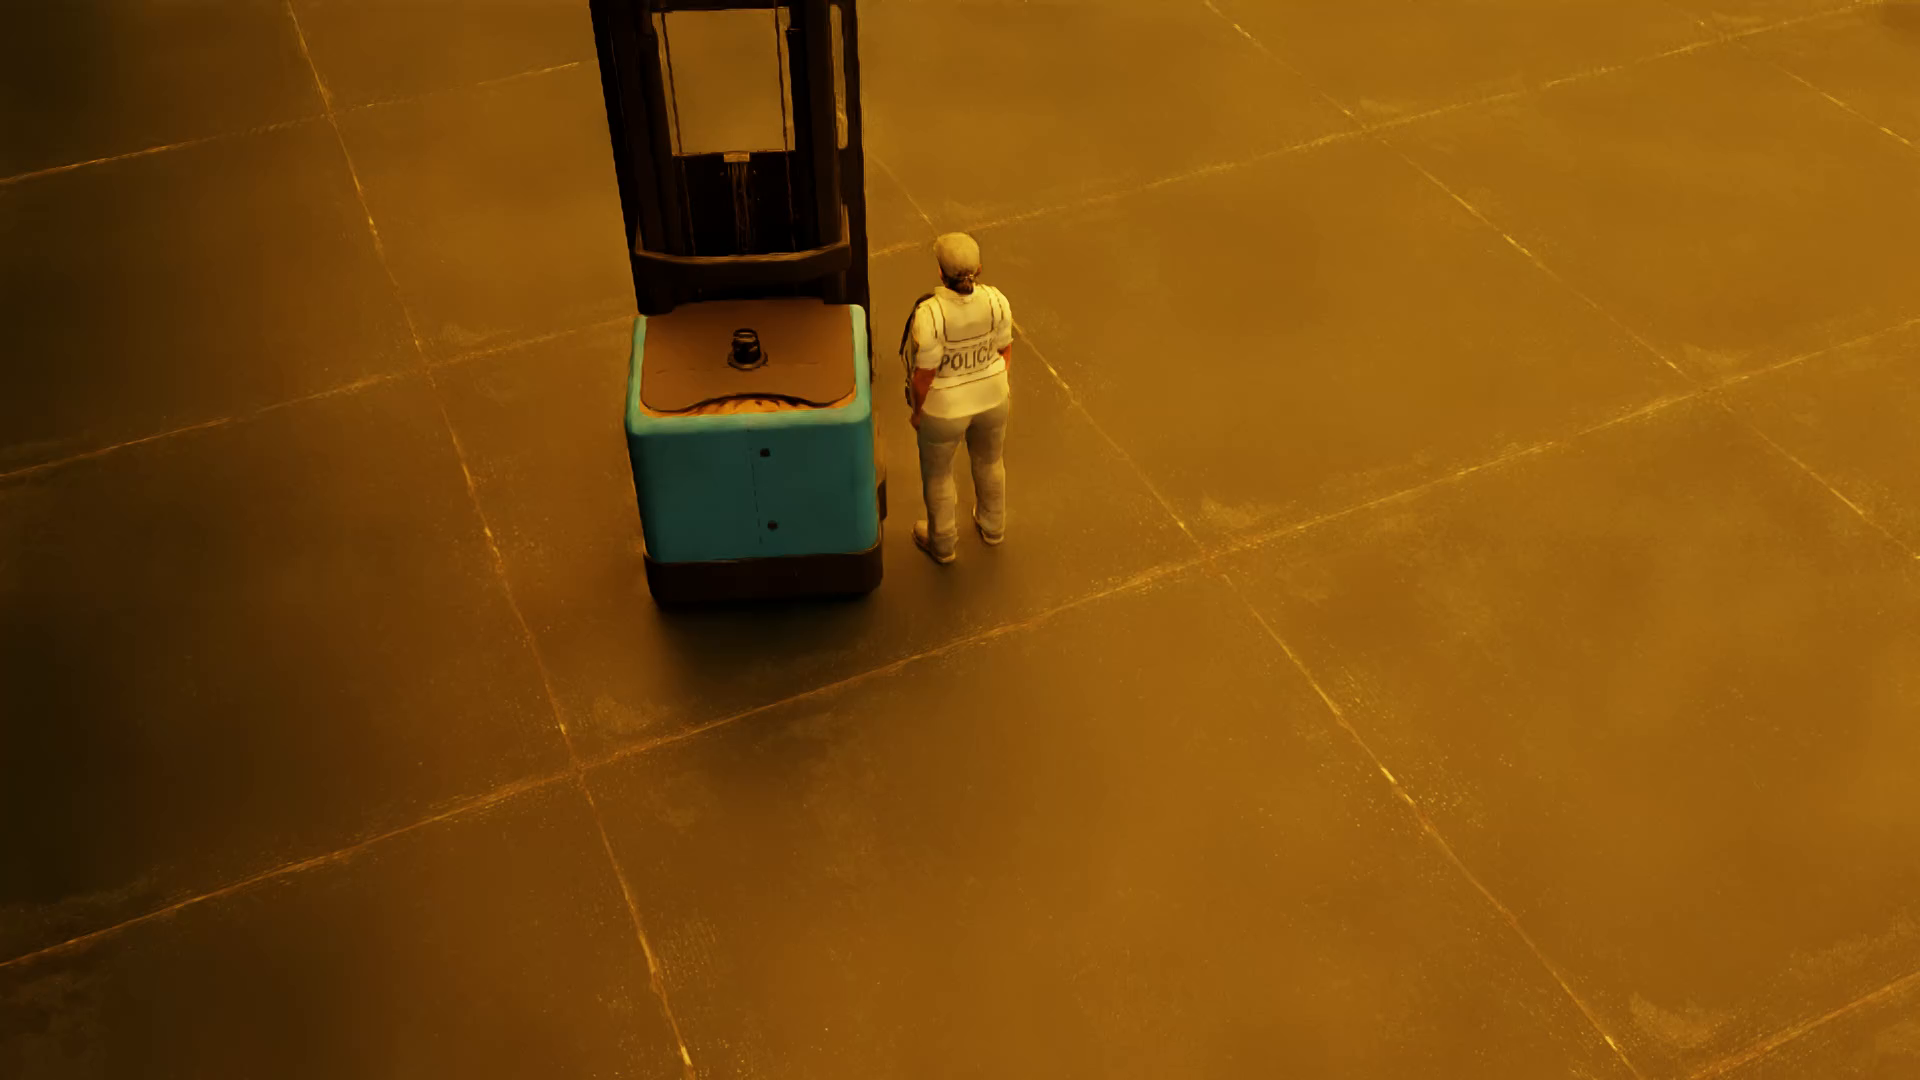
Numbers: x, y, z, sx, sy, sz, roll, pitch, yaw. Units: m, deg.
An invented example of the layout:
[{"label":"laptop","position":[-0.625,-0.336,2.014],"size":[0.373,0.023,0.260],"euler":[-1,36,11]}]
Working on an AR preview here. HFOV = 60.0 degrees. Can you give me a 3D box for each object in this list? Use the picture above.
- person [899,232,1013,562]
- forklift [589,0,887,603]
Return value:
[{"label":"person","position":[-0.001,-0.619,7.275],"size":[0.482,1.669,0.390],"euler":[-18,46,-18]},{"label":"forklift","position":[-0.993,-1.792,7.600],"size":[1.130,2.935,3.031],"euler":[-3,43,-4]}]
